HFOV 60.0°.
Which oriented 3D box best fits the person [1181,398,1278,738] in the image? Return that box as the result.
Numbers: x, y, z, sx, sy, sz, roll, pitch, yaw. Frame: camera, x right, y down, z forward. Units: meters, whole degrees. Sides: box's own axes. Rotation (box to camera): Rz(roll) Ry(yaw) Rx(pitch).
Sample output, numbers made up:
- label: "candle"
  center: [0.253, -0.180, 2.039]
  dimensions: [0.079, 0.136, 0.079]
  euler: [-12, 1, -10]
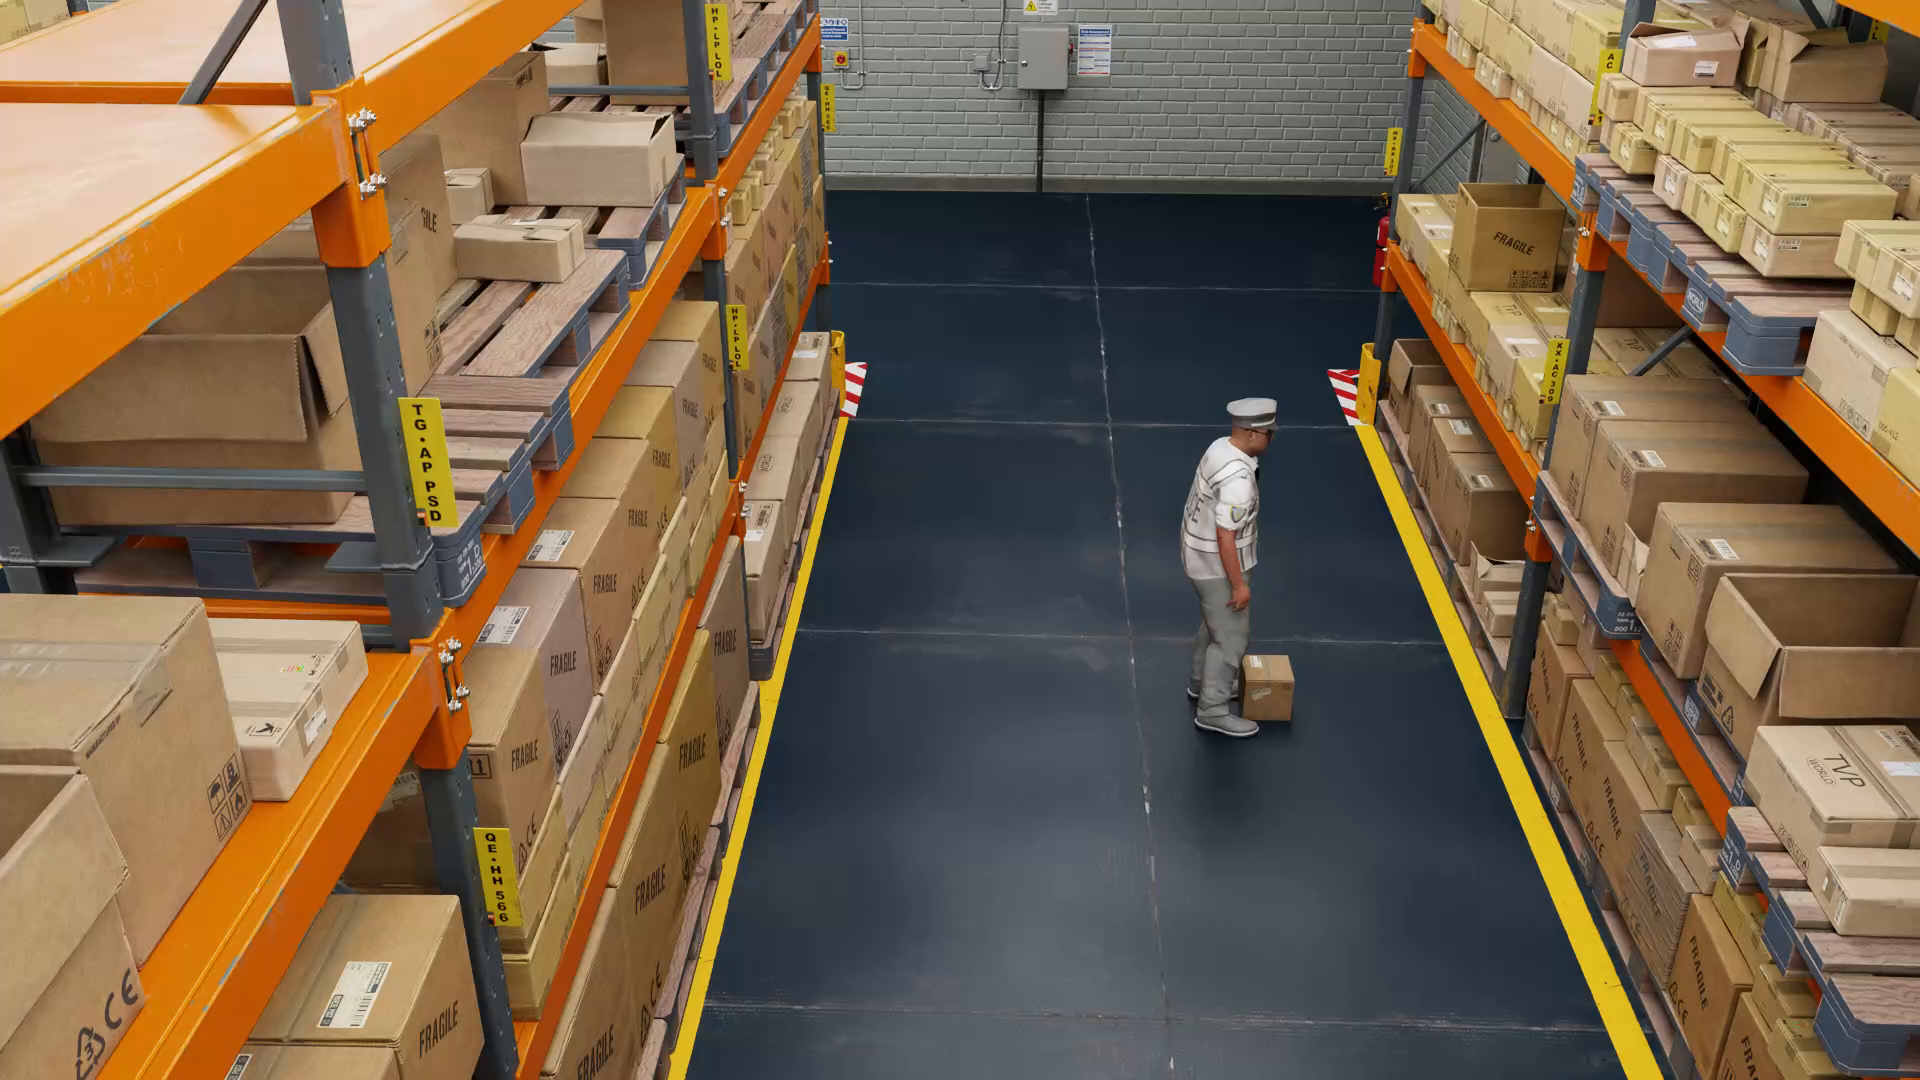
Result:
- label: "person"
  center: [1.334, 0.114, 8.397]
  dimensions: [0.437, 1.746, 0.587]
  euler: [1, 28, 2]
